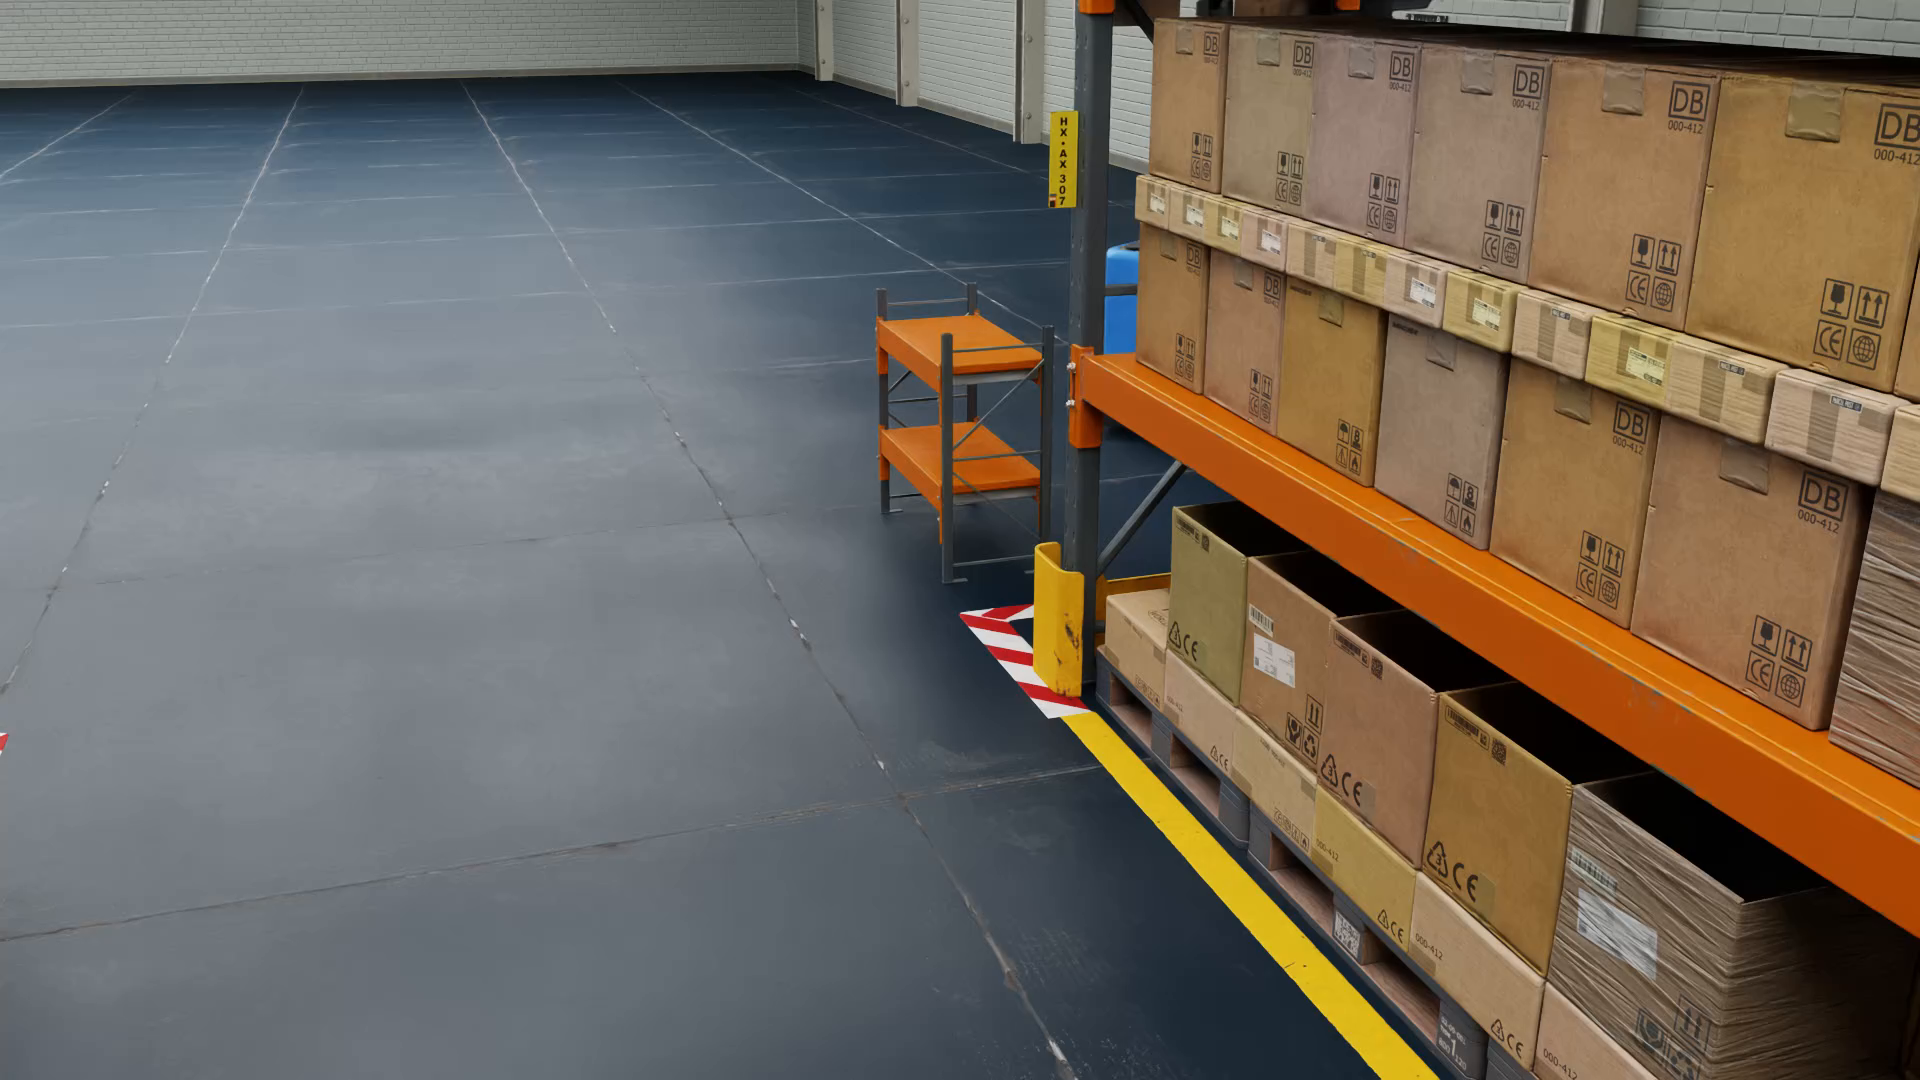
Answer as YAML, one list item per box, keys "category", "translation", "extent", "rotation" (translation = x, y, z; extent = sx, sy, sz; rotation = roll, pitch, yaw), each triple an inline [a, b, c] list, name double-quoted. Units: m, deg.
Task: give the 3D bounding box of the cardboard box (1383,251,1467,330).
- category: "cardboard box"
  translation: [1.286, -0.633, 4.133]
  extent: [0.380, 0.149, 0.250]
  rotation: [-6, 21, -17]

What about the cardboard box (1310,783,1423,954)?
- category: "cardboard box"
  translation: [1.312, 0.851, 4.556]
  extent: [0.500, 0.250, 0.500]
  rotation: [-6, 21, -17]

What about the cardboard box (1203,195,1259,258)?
- category: "cardboard box"
  translation: [0.967, -0.961, 5.048]
  extent: [0.380, 0.149, 0.250]
  rotation: [-6, 21, -17]

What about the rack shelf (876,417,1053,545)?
- category: "rack shelf"
  translation: [0.002, -0.297, 7.803]
  extent: [0.538, 0.278, 1.000]
  rotation: [-6, 21, -17]

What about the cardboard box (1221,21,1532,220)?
- category: "cardboard box"
  translation: [1.207, -1.244, 4.875]
  extent: [0.700, 0.500, 0.500]
  rotation: [-7, 21, -19]

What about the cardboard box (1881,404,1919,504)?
- category: "cardboard box"
  translation: [1.778, -0.135, 2.748]
  extent: [0.380, 0.149, 0.250]
  rotation: [-7, 21, -18]

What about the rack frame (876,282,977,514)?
- category: "rack frame"
  translation: [-0.158, -0.690, 8.174]
  extent: [0.500, 1.125, 0.032]
  rotation: [-6, 21, -17]

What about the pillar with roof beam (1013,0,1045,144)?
- category: "pillar with roof beam"
  translation: [-3.117, -9.460, 20.941]
  extent: [9.100, 9.000, 0.400]
  rotation: [-6, 21, -17]

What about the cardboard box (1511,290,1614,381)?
- category: "cardboard box"
  translation: [1.456, -0.463, 3.661]
  extent: [0.380, 0.149, 0.250]
  rotation: [-6, 21, -16]

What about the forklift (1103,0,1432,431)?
- category: "forklift"
  translation: [2.089, -2.285, 9.942]
  extent: [1.130, 2.935, 3.031]
  rotation: [15, 24, 35]

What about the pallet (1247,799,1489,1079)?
- category: "pallet"
  translation: [1.545, 1.022, 4.760]
  extent: [1.003, 0.211, 1.213]
  rotation: [-6, 21, -17]

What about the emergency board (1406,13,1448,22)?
- category: "emergency board"
  translation: [4.001, -4.040, 14.726]
  extent: [0.194, 1.169, 0.643]
  rotation: [-6, 21, -17]

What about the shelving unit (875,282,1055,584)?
- category: "shelving unit"
  translation: [0.002, -0.527, 7.720]
  extent: [0.538, 1.125, 1.048]
  rotation: [-6, 21, -17]

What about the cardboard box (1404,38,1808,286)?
- category: "cardboard box"
  translation: [1.524, -0.921, 3.977]
  extent: [0.700, 0.500, 0.500]
  rotation: [-6, 21, -17]

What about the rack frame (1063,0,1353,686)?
- category: "rack frame"
  translation: [0.885, -0.922, 6.047]
  extent: [1.000, 3.000, 0.127]
  rotation: [-6, 21, -17]

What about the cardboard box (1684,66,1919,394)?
- category: "cardboard box"
  translation: [1.837, -0.600, 3.083]
  extent: [0.700, 0.500, 0.500]
  rotation: [-6, 21, -17]

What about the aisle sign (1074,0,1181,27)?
- category: "aisle sign"
  translation: [0.574, -2.134, 5.576]
  extent: [0.394, 0.787, 0.004]
  rotation: [-6, 21, -17]

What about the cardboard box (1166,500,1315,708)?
- category: "cardboard box"
  translation: [1.001, 0.177, 5.323]
  extent: [0.500, 0.500, 0.500]
  rotation: [-6, 21, -17]

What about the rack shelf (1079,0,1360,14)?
- category: "rack shelf"
  translation: [1.514, -1.354, 3.875]
  extent: [1.077, 0.370, 4.000]
  rotation: [-6, 21, -17]

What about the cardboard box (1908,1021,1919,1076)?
- category: "cardboard box"
  translation: [2.294, 0.923, 3.248]
  extent: [0.500, 0.500, 0.500]
  rotation: [-6, 21, -17]

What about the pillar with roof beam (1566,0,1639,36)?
- category: "pillar with roof beam"
  translation: [0.655, -5.609, 10.219]
  extent: [9.100, 9.000, 0.400]
  rotation: [-6, 21, -17]

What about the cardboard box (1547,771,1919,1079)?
- category: "cardboard box"
  translation: [1.643, 0.817, 3.540]
  extent: [0.500, 0.500, 0.500]
  rotation: [-6, 21, -17]

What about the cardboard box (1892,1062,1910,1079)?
- category: "cardboard box"
  translation: [2.132, 1.116, 3.820]
  extent: [0.500, 0.250, 0.500]
  rotation: [-6, 21, -17]

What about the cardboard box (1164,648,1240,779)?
- category: "cardboard box"
  translation: [1.003, 0.530, 5.451]
  extent: [0.500, 0.250, 0.500]
  rotation: [-6, 21, -17]

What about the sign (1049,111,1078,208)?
- category: "sign"
  translation: [0.356, -1.310, 5.729]
  extent: [0.100, 0.325, 0.005]
  rotation: [-6, 21, -17]

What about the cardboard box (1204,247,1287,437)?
- category: "cardboard box"
  translation: [1.189, -0.650, 5.142]
  extent: [0.700, 0.500, 0.500]
  rotation: [-6, 21, -16]

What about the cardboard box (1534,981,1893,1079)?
- category: "cardboard box"
  translation: [1.641, 1.171, 3.667]
  extent: [0.500, 0.250, 0.500]
  rotation: [-6, 21, -17]

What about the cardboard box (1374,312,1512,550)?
- category: "cardboard box"
  translation: [1.509, -0.322, 4.227]
  extent: [0.700, 0.500, 0.500]
  rotation: [-6, 21, -16]

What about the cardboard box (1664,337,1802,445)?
- category: "cardboard box"
  translation: [1.609, -0.303, 3.216]
  extent: [0.380, 0.149, 0.250]
  rotation: [-6, 21, -17]

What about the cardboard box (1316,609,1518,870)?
- category: "cardboard box"
  translation: [1.311, 0.498, 4.428]
  extent: [0.500, 0.500, 0.500]
  rotation: [-6, 21, -17]

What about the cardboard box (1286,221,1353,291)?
- category: "cardboard box"
  translation: [1.130, -0.795, 4.585]
  extent: [0.380, 0.149, 0.250]
  rotation: [-7, 21, -19]

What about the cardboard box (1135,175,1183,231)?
- category: "cardboard box"
  translation: [0.804, -1.126, 5.506]
  extent: [0.380, 0.149, 0.250]
  rotation: [-7, 21, -18]

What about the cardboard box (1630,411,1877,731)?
- category: "cardboard box"
  translation: [1.825, 0.004, 3.321]
  extent: [0.700, 0.500, 0.500]
  rotation: [-7, 21, -18]
